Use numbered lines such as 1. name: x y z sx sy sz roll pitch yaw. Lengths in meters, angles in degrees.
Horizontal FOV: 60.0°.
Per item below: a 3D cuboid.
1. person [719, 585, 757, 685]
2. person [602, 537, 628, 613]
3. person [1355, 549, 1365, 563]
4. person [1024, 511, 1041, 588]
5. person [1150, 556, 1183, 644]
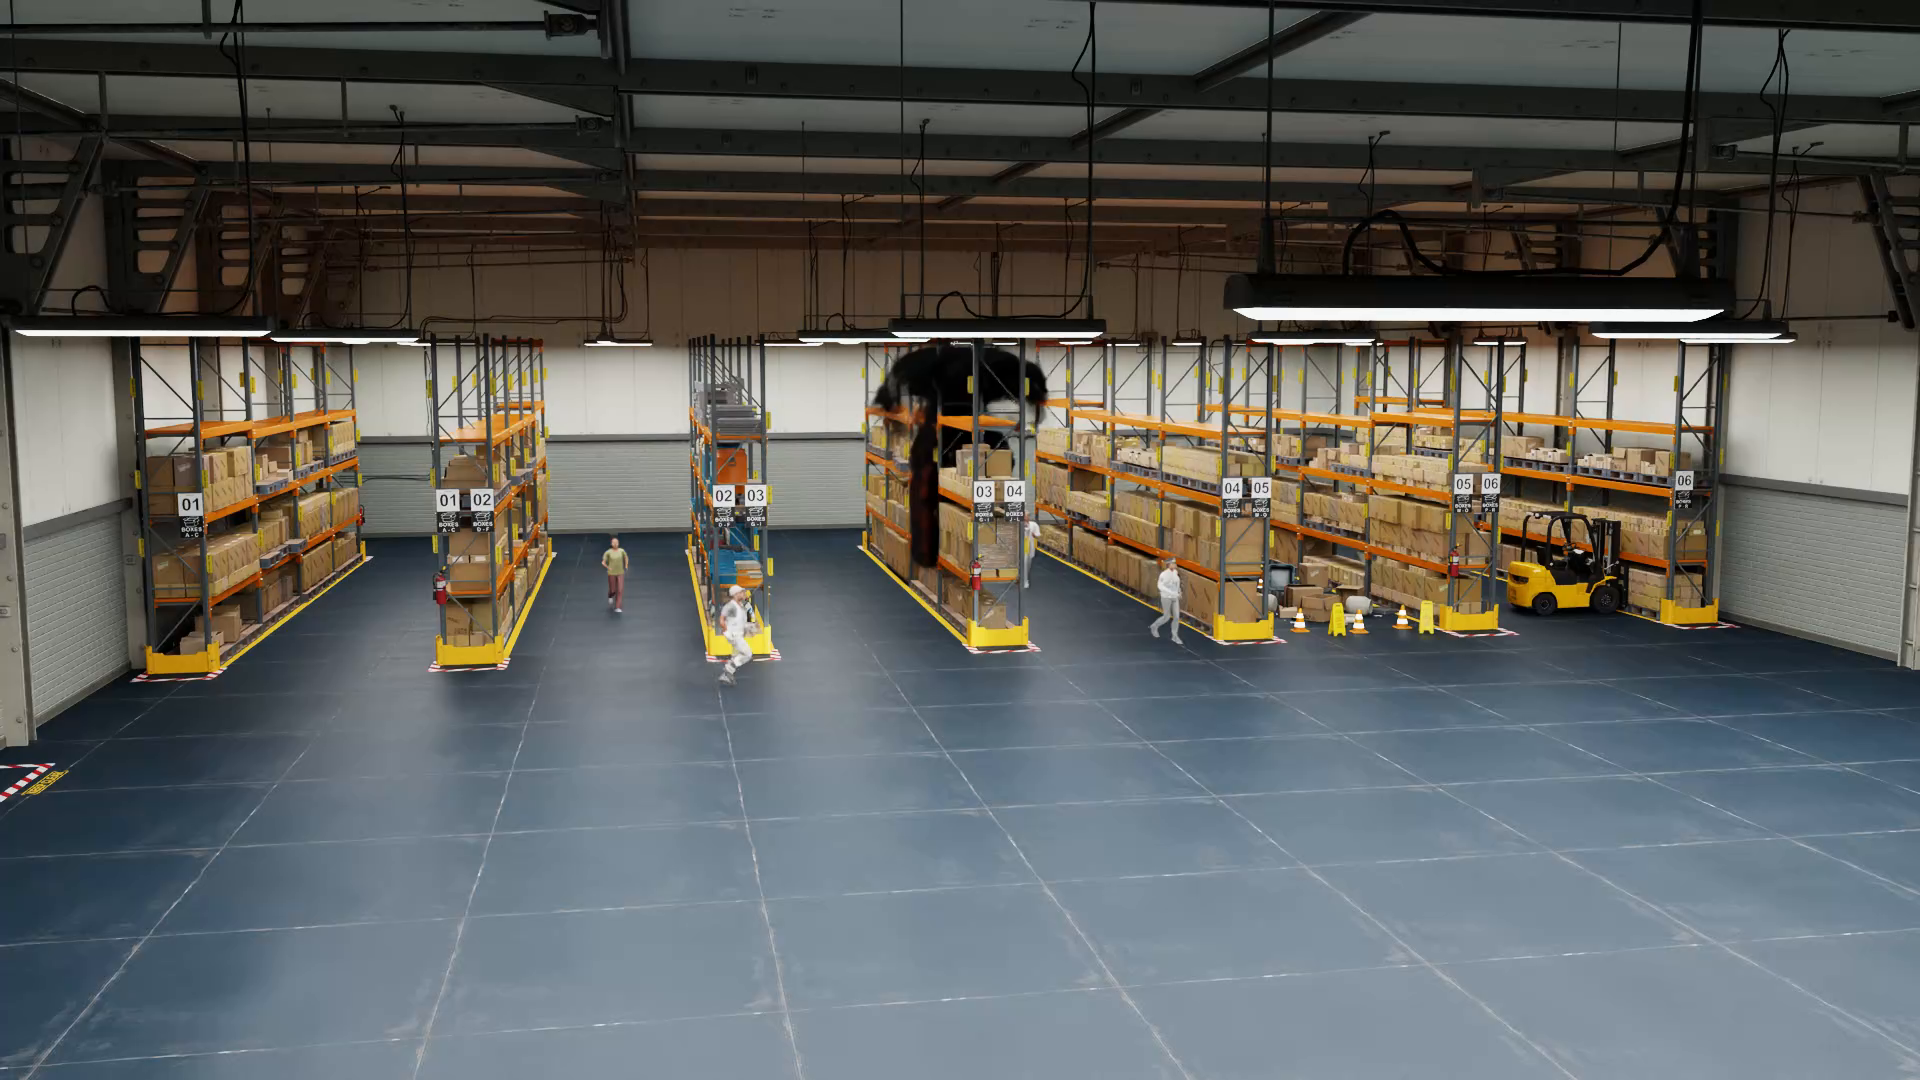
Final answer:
1. person: -3.801 1.595 28.322 0.663 1.666 0.596 1 7 7
2. person: -7.515 0.752 36.369 0.593 1.635 0.894 -3 7 -22
3. person: 10.404 0.012 42.735 0.549 1.633 0.582 -2 7 -14
4. person: 1.600 0.203 40.328 0.684 1.815 0.922 -2 7 -16
5. person: 4.099 1.160 32.670 0.639 1.706 0.781 -5 8 -39
